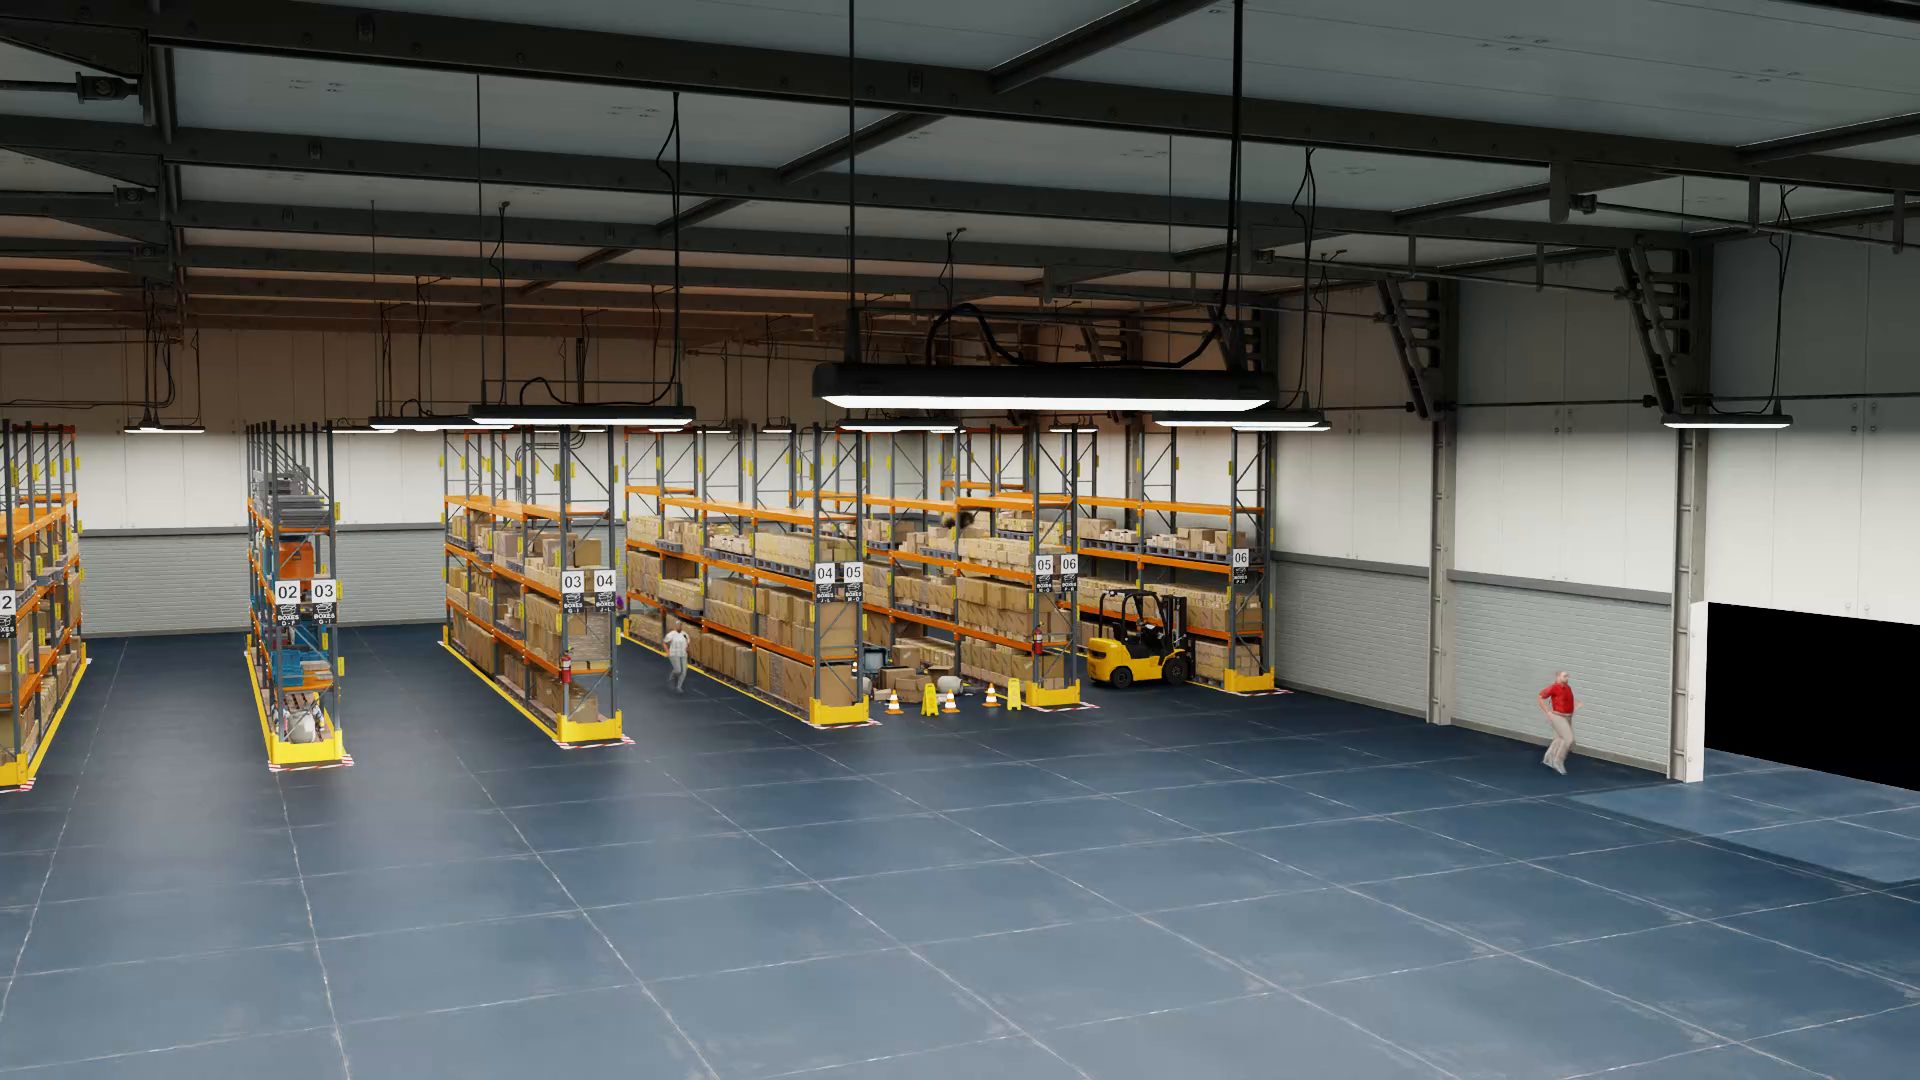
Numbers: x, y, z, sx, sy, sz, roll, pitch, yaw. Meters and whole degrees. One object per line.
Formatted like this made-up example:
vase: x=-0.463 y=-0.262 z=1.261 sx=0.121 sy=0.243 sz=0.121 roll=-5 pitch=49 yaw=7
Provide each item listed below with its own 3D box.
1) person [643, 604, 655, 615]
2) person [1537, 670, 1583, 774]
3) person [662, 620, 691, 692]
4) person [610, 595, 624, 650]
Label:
person: x=-9.157 y=1.795 z=49.118 sx=0.718 sy=1.723 sz=0.666 roll=-2 pitch=4 yaw=-23
person: x=10.254 y=3.104 z=28.314 sx=0.633 sy=1.778 sz=0.732 roll=-3 pitch=5 yaw=-41
person: x=-6.245 y=2.600 z=37.008 sx=0.606 sy=1.608 sz=0.556 roll=-2 pitch=4 yaw=-33
person: x=-9.280 y=2.072 z=44.248 sx=0.681 sy=1.782 sz=0.916 roll=-1 pitch=4 yaw=-18
